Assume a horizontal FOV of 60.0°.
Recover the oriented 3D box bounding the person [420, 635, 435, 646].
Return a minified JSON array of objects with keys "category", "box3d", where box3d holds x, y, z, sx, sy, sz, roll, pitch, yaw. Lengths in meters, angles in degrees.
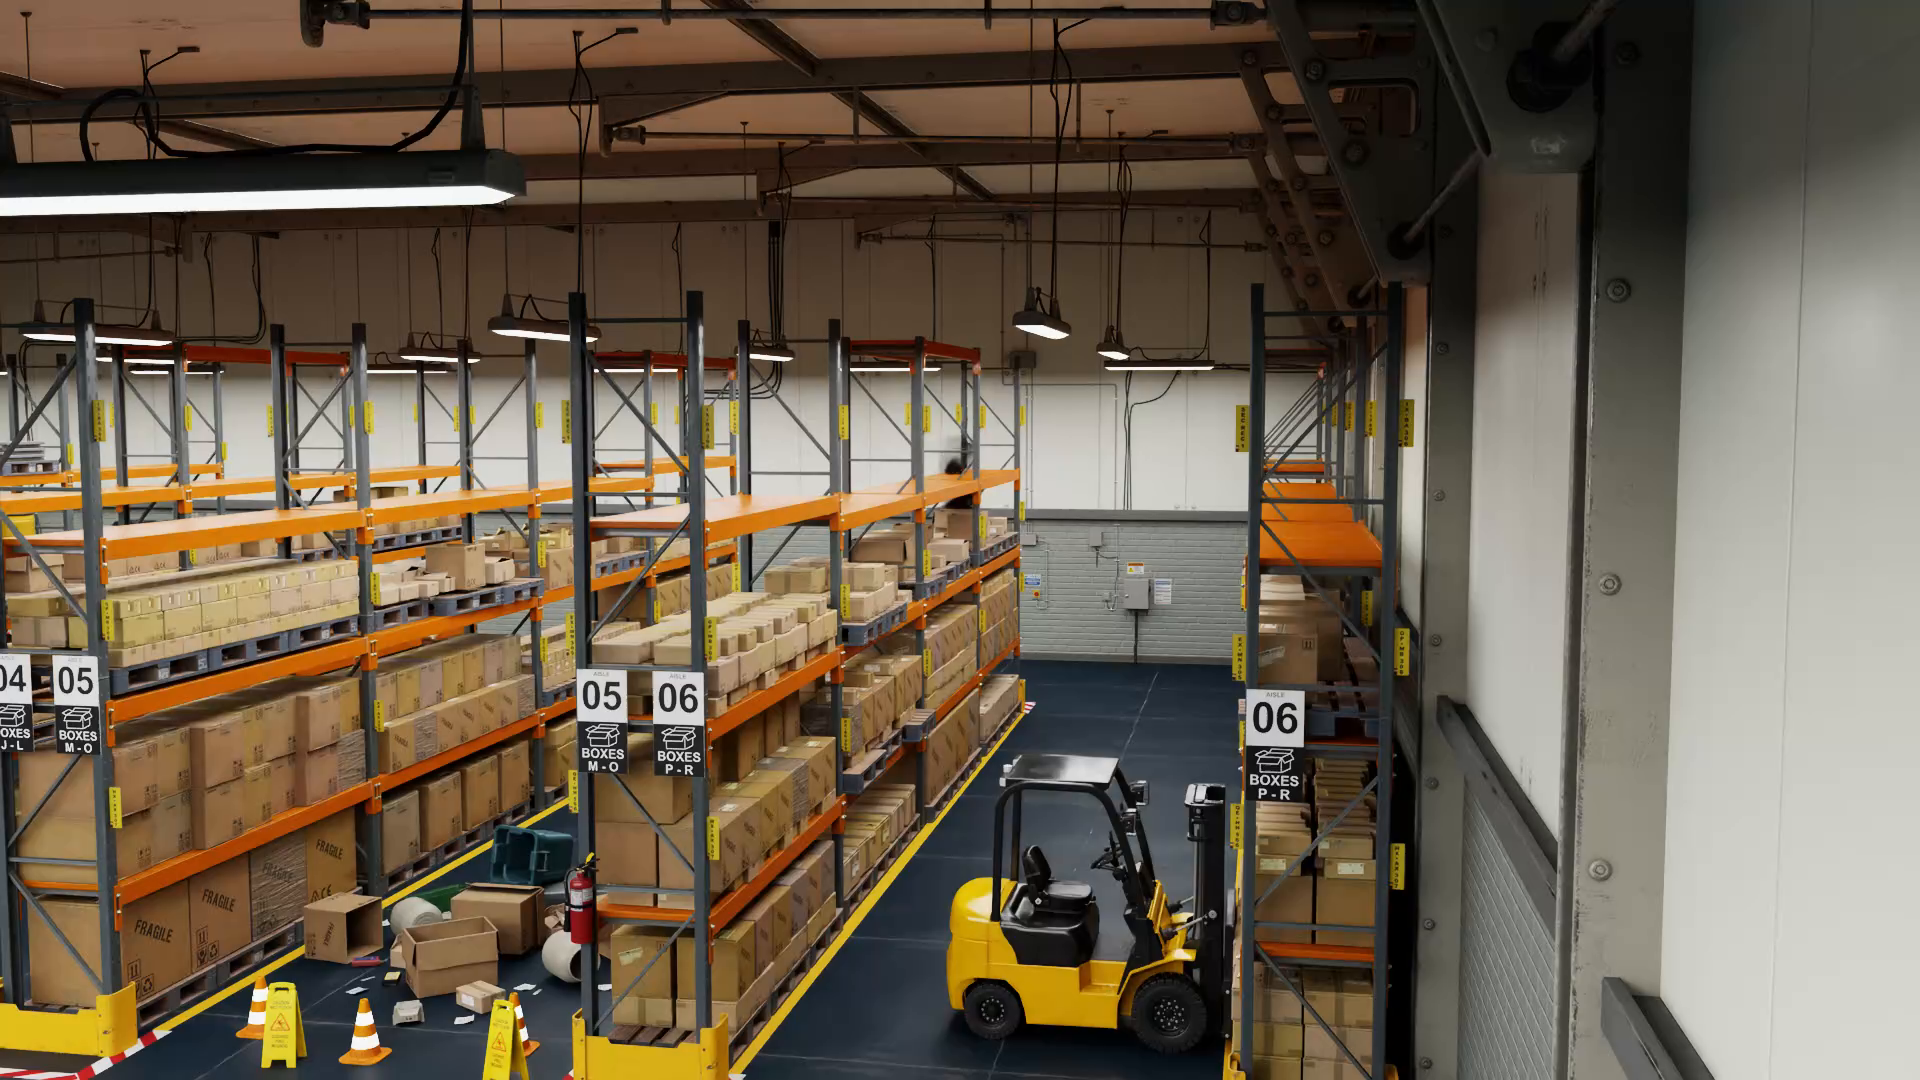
[{"category":"person","box3d":[-8.157,2.253,25.576,0.701,1.726,0.661,0,5,0]}]
